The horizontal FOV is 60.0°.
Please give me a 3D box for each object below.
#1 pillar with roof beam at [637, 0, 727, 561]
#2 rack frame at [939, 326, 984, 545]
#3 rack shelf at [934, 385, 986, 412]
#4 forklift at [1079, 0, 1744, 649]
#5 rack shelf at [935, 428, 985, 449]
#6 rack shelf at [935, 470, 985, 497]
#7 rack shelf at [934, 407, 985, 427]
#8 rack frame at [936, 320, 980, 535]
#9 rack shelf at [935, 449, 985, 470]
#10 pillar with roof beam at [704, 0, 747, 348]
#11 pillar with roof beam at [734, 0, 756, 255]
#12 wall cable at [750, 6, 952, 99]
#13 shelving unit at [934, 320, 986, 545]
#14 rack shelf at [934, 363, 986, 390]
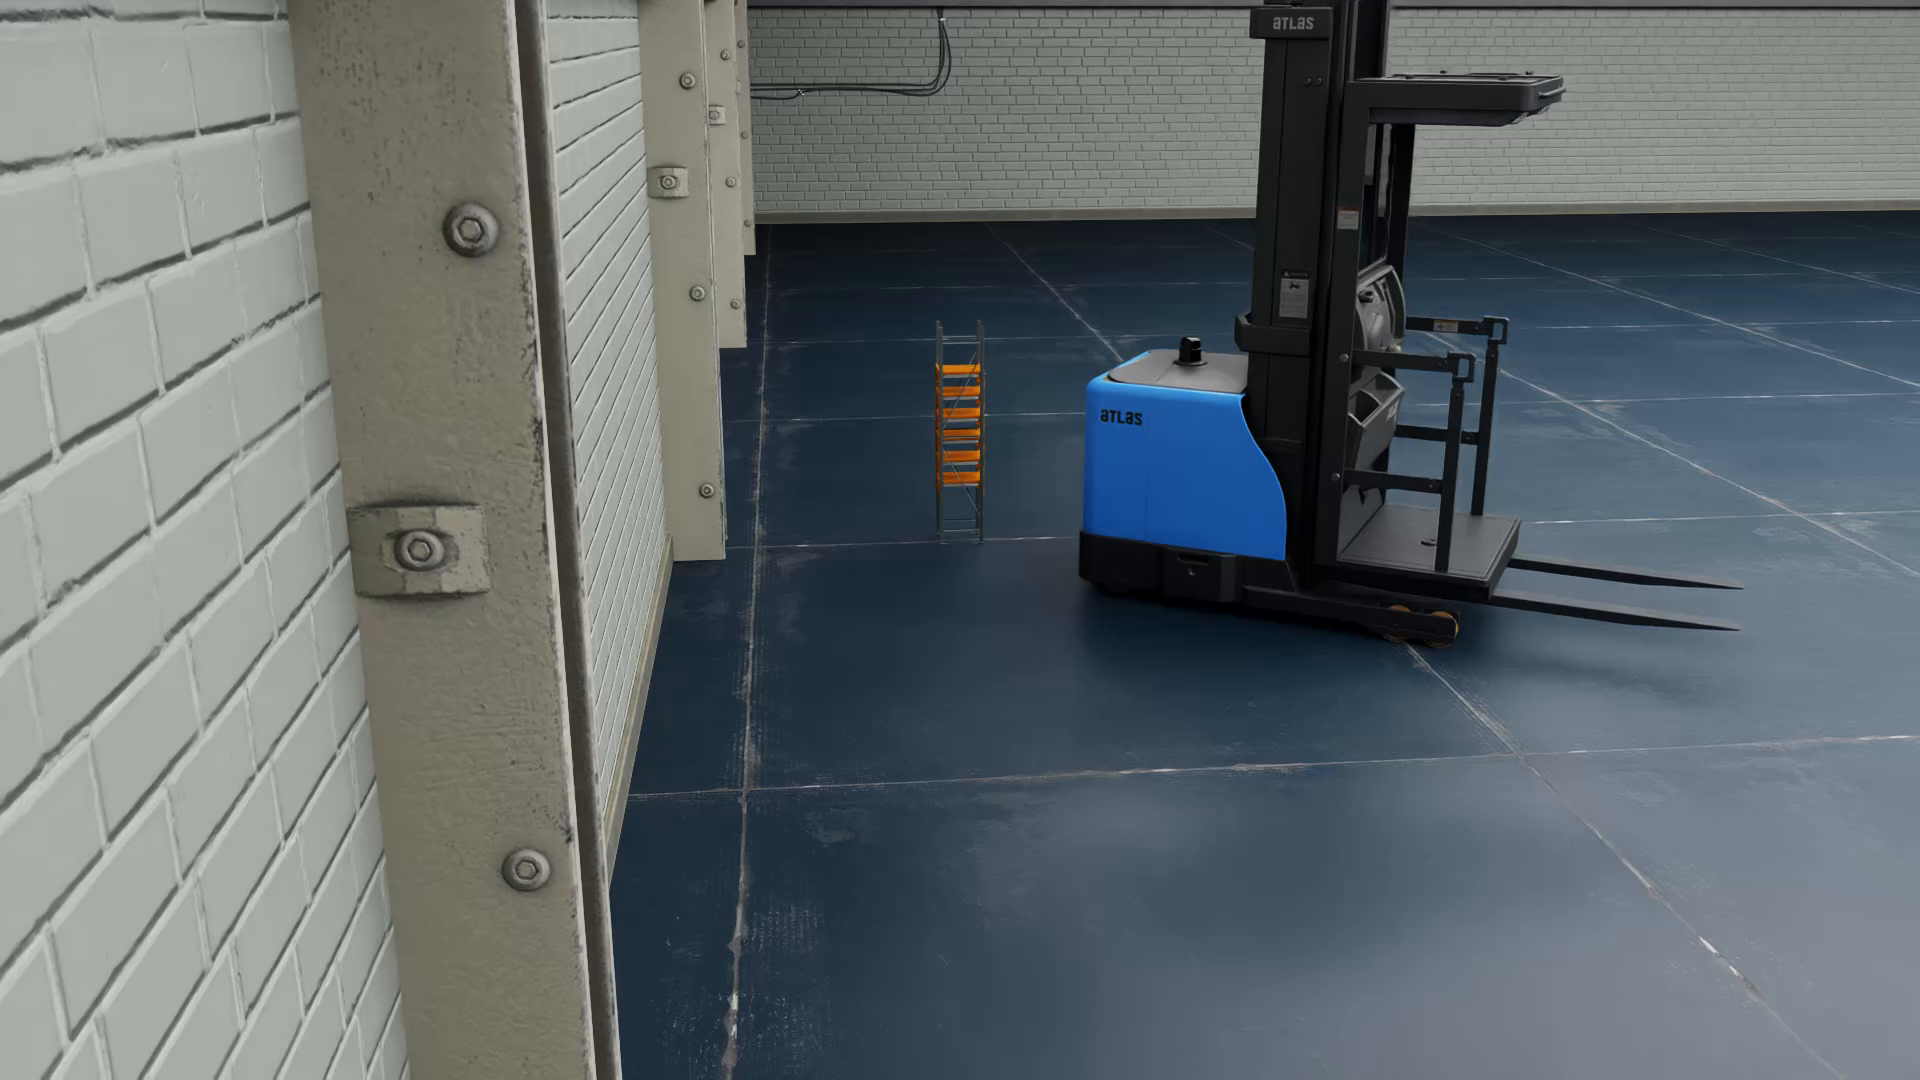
[{"bbox_3d":[2.857,-4.378,8.099,9.100,9.000,0.400,-2,18,-6],"label":"pillar with roof beam"},{"bbox_3d":[0.008,-0.550,8.924,0.240,1.200,0.006,-2,18,-6],"label":"rack frame"},{"bbox_3d":[-0.002,-0.763,8.953,0.258,0.103,0.180,-2,18,-6],"label":"rack shelf"},{"bbox_3d":[2.155,-1.084,7.736,3.031,2.935,1.130,8,19,24],"label":"forklift"},{"bbox_3d":[-0.001,-0.534,9.024,0.258,0.103,0.180,-2,18,-6],"label":"rack shelf"},{"bbox_3d":[-0.001,-0.305,9.096,0.258,0.103,0.180,-2,18,-6],"label":"rack shelf"},{"bbox_3d":[-0.001,-0.649,8.988,0.258,0.103,0.180,-2,18,-6],"label":"rack shelf"},{"bbox_3d":[-0.011,-0.604,9.098,0.240,1.200,0.006,-2,18,-6],"label":"rack frame"},{"bbox_3d":[-0.001,-0.420,9.060,0.258,0.103,0.180,-2,18,-6],"label":"rack shelf"},{"bbox_3d":[2.238,-6.166,13.793,9.100,9.000,0.400,-2,18,-6],"label":"pillar with roof beam"},{"bbox_3d":[1.619,-7.953,19.487,9.100,9.000,0.400,-2,18,-6],"label":"pillar with roof beam"},{"bbox_3d":[-1.651,-7.258,22.455,3.097,2.526,0.112,-2,18,-6],"label":"wall cable"},{"bbox_3d":[-0.001,-0.577,9.011,0.258,1.200,0.189,-2,18,-6],"label":"shelving unit"},{"bbox_3d":[-0.002,-0.878,8.917,0.258,0.103,0.180,-2,18,-6],"label":"rack shelf"}]
